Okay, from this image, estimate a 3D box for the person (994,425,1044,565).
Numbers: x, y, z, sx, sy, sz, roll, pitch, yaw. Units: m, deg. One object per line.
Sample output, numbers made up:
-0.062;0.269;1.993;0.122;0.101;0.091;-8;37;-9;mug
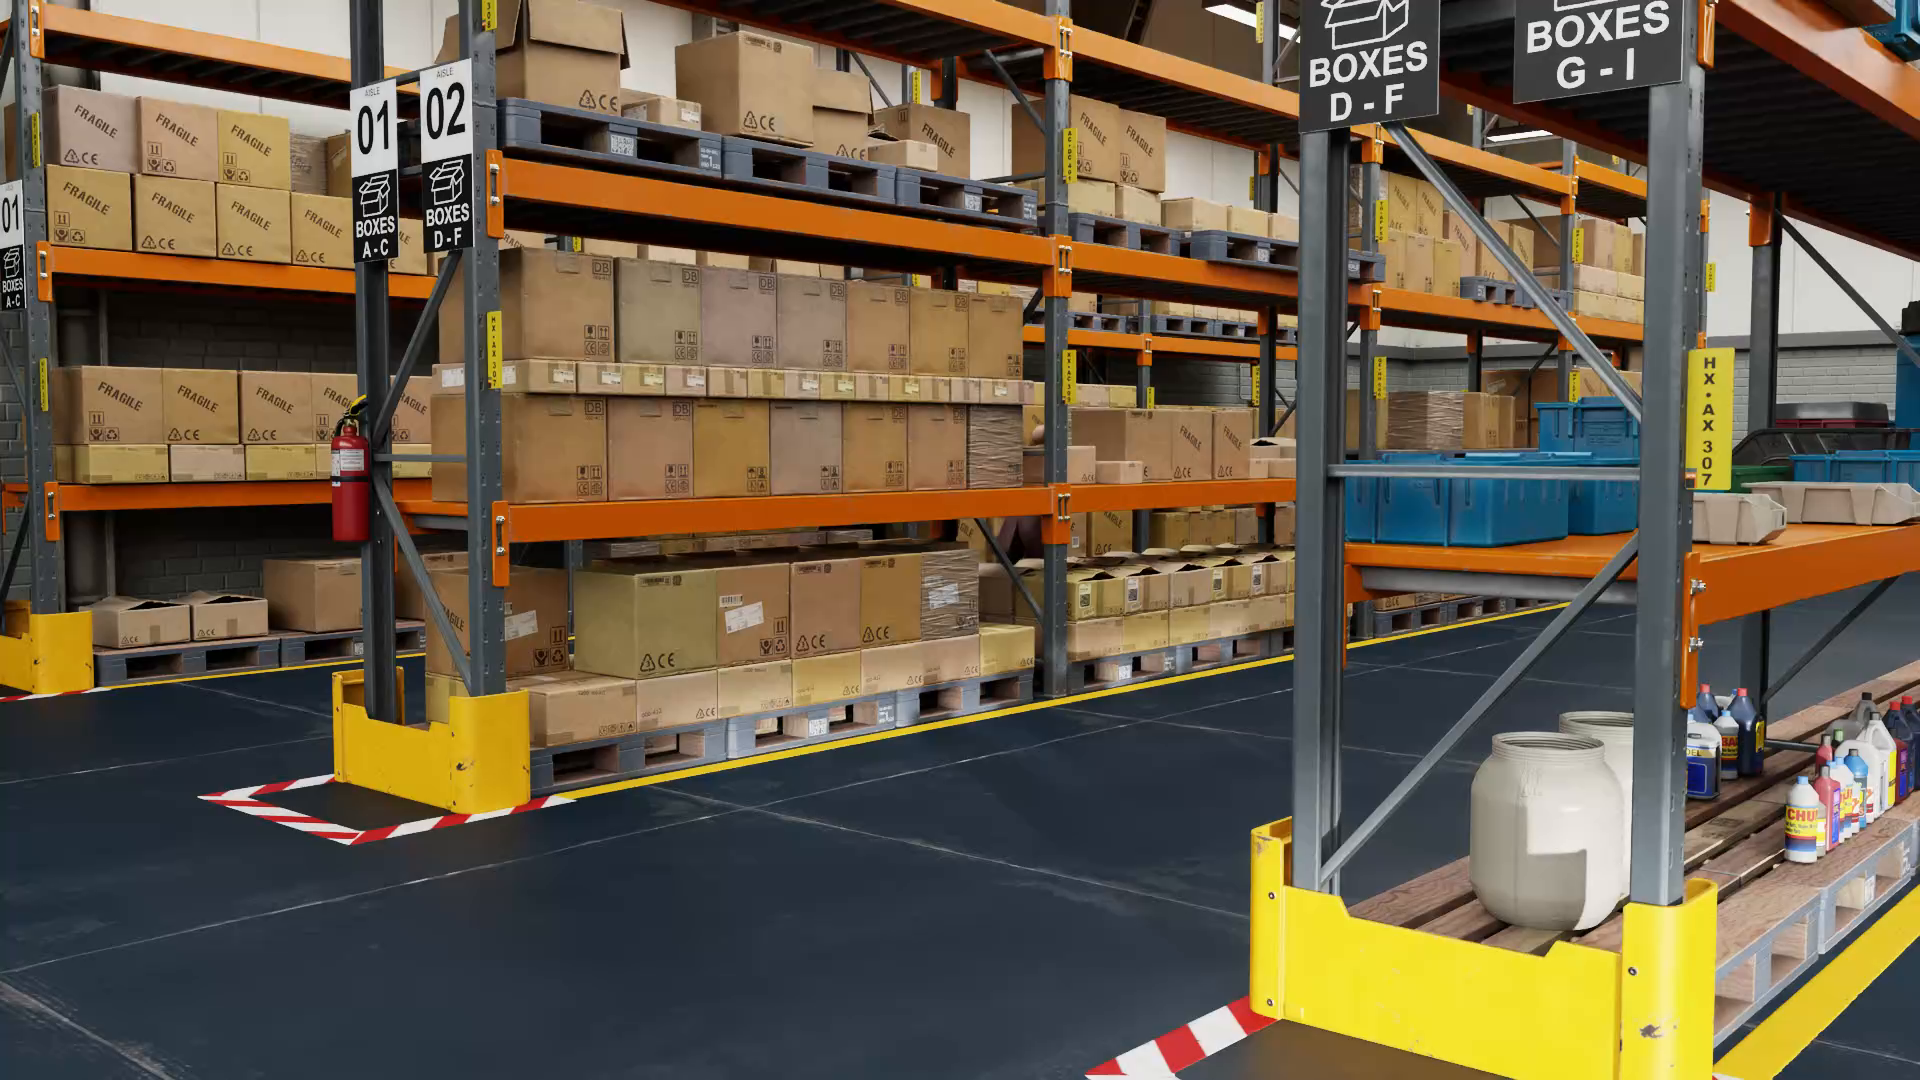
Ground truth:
0.534;-0.059;13.271;0.692;1.722;1.044;2;4;36;person
